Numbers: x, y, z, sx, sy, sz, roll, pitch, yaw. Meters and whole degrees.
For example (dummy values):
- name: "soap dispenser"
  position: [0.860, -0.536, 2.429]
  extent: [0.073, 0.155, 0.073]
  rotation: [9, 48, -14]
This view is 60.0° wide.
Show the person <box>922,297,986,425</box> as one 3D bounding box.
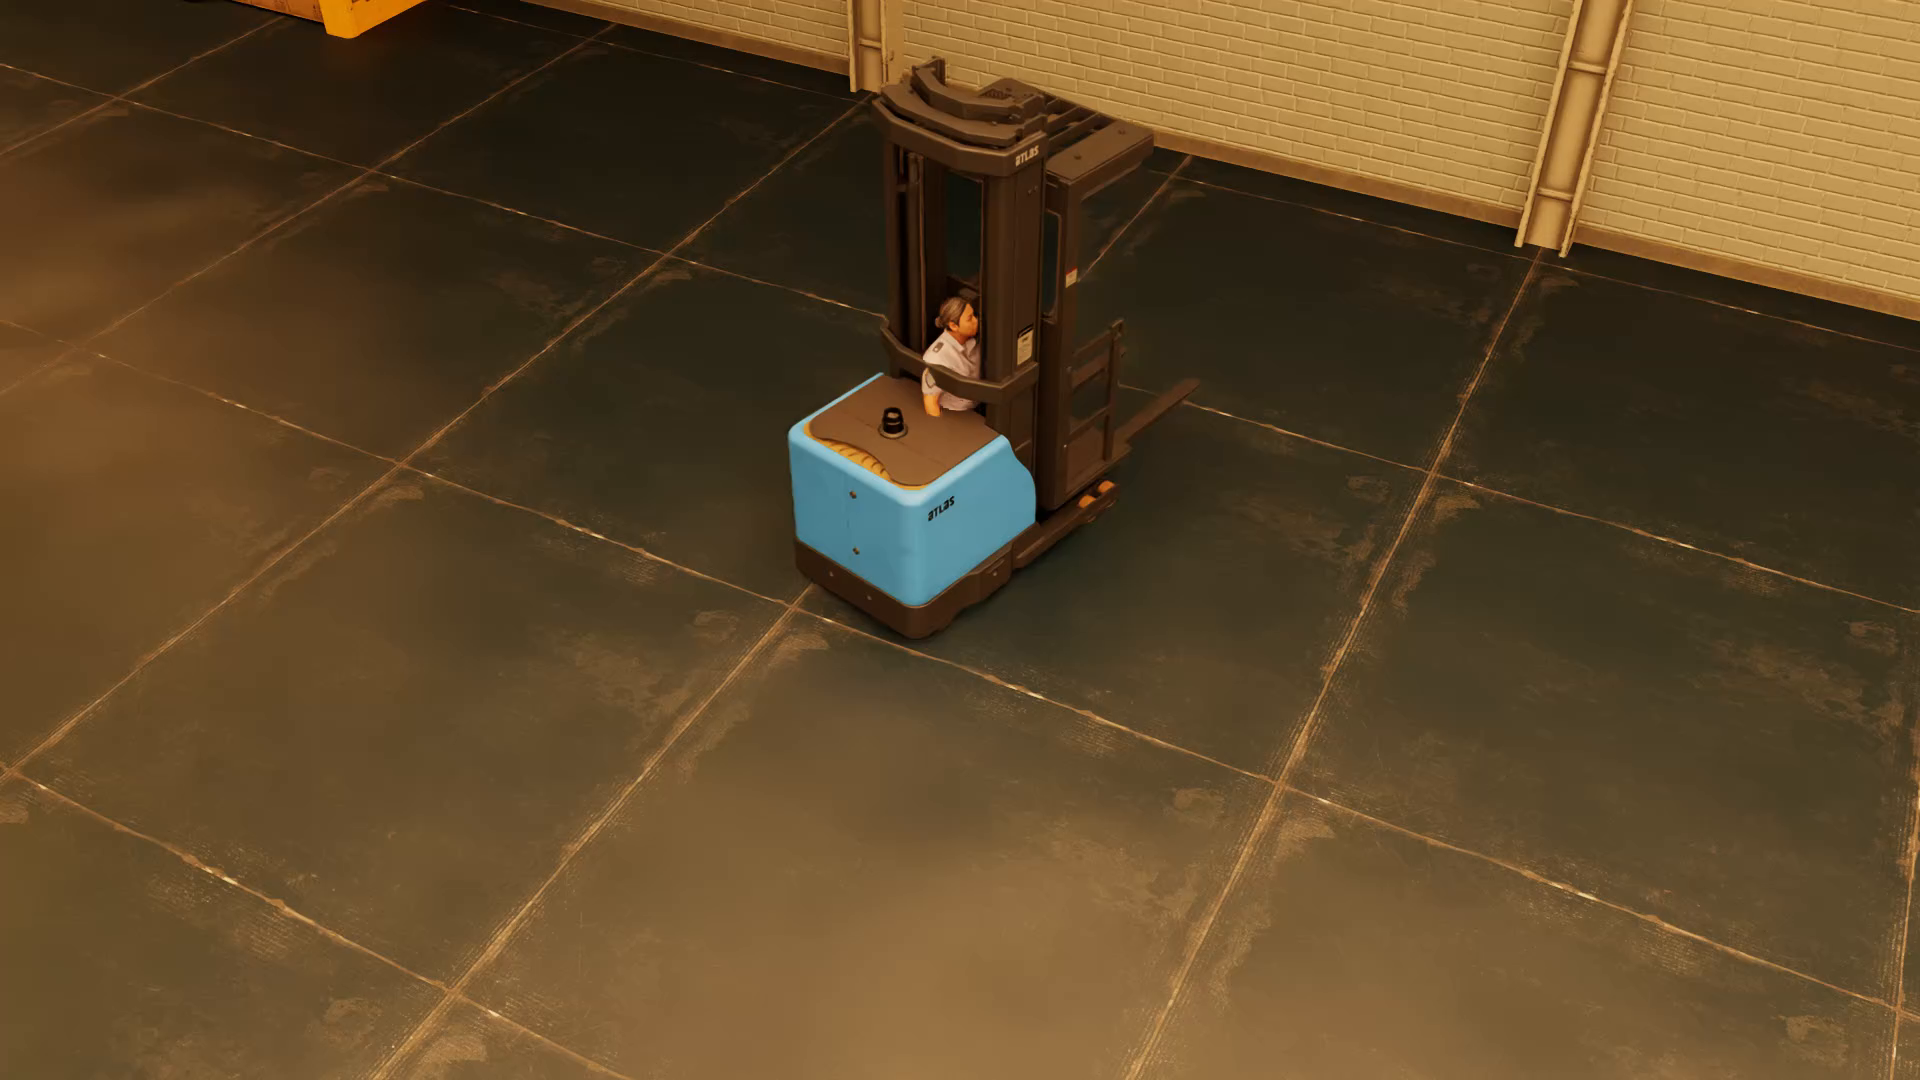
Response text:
- name: "person"
  position: [0.070, -0.627, 9.652]
  extent: [0.502, 1.636, 0.598]
  rotation: [18, 43, 21]

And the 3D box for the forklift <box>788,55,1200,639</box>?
- name: "forklift"
  position: [0.364, -1.429, 9.683]
  extent: [1.130, 2.935, 3.031]
  rotation: [30, 48, 30]
